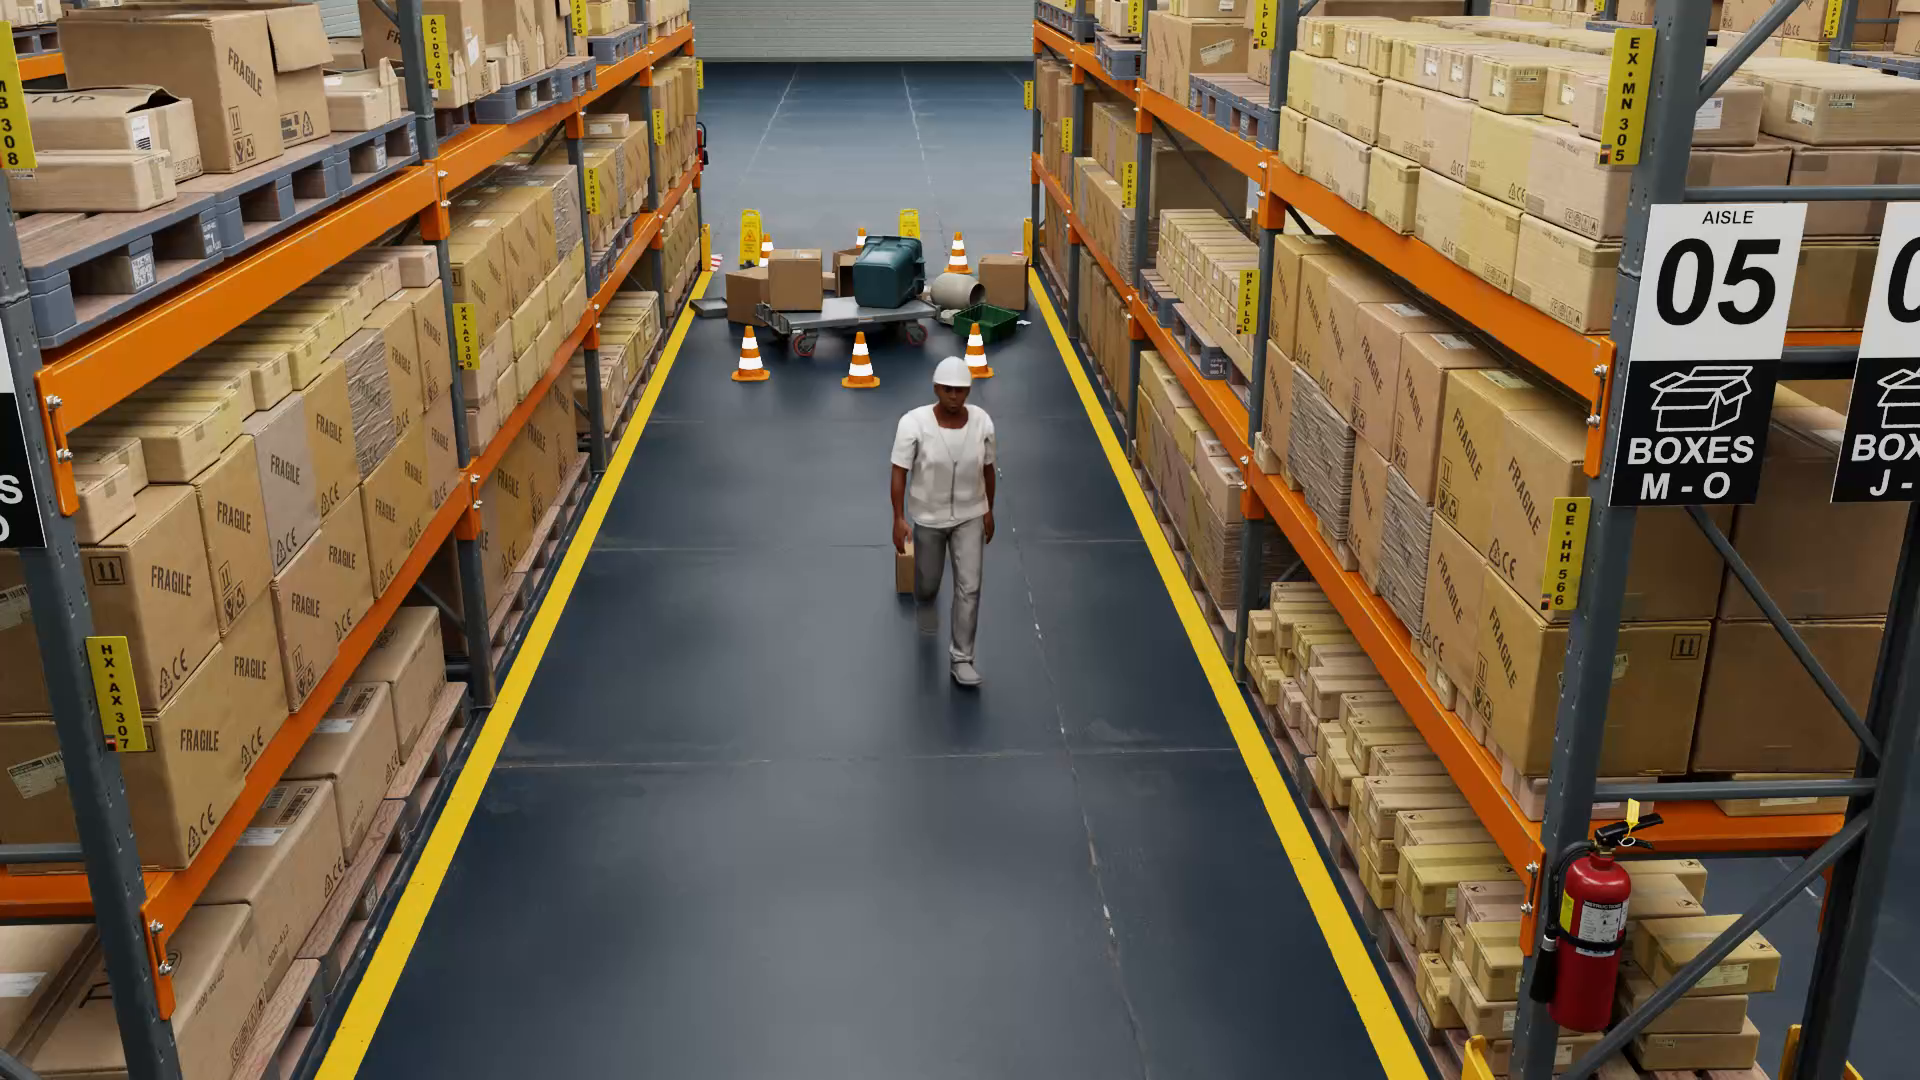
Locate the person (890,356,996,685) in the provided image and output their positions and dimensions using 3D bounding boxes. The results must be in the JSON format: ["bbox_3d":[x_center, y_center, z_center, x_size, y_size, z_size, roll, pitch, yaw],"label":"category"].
[{"bbox_3d":[-0.092,-0.151,8.955,0.586,1.738,0.949,-3,21,-9],"label":"person"}]
